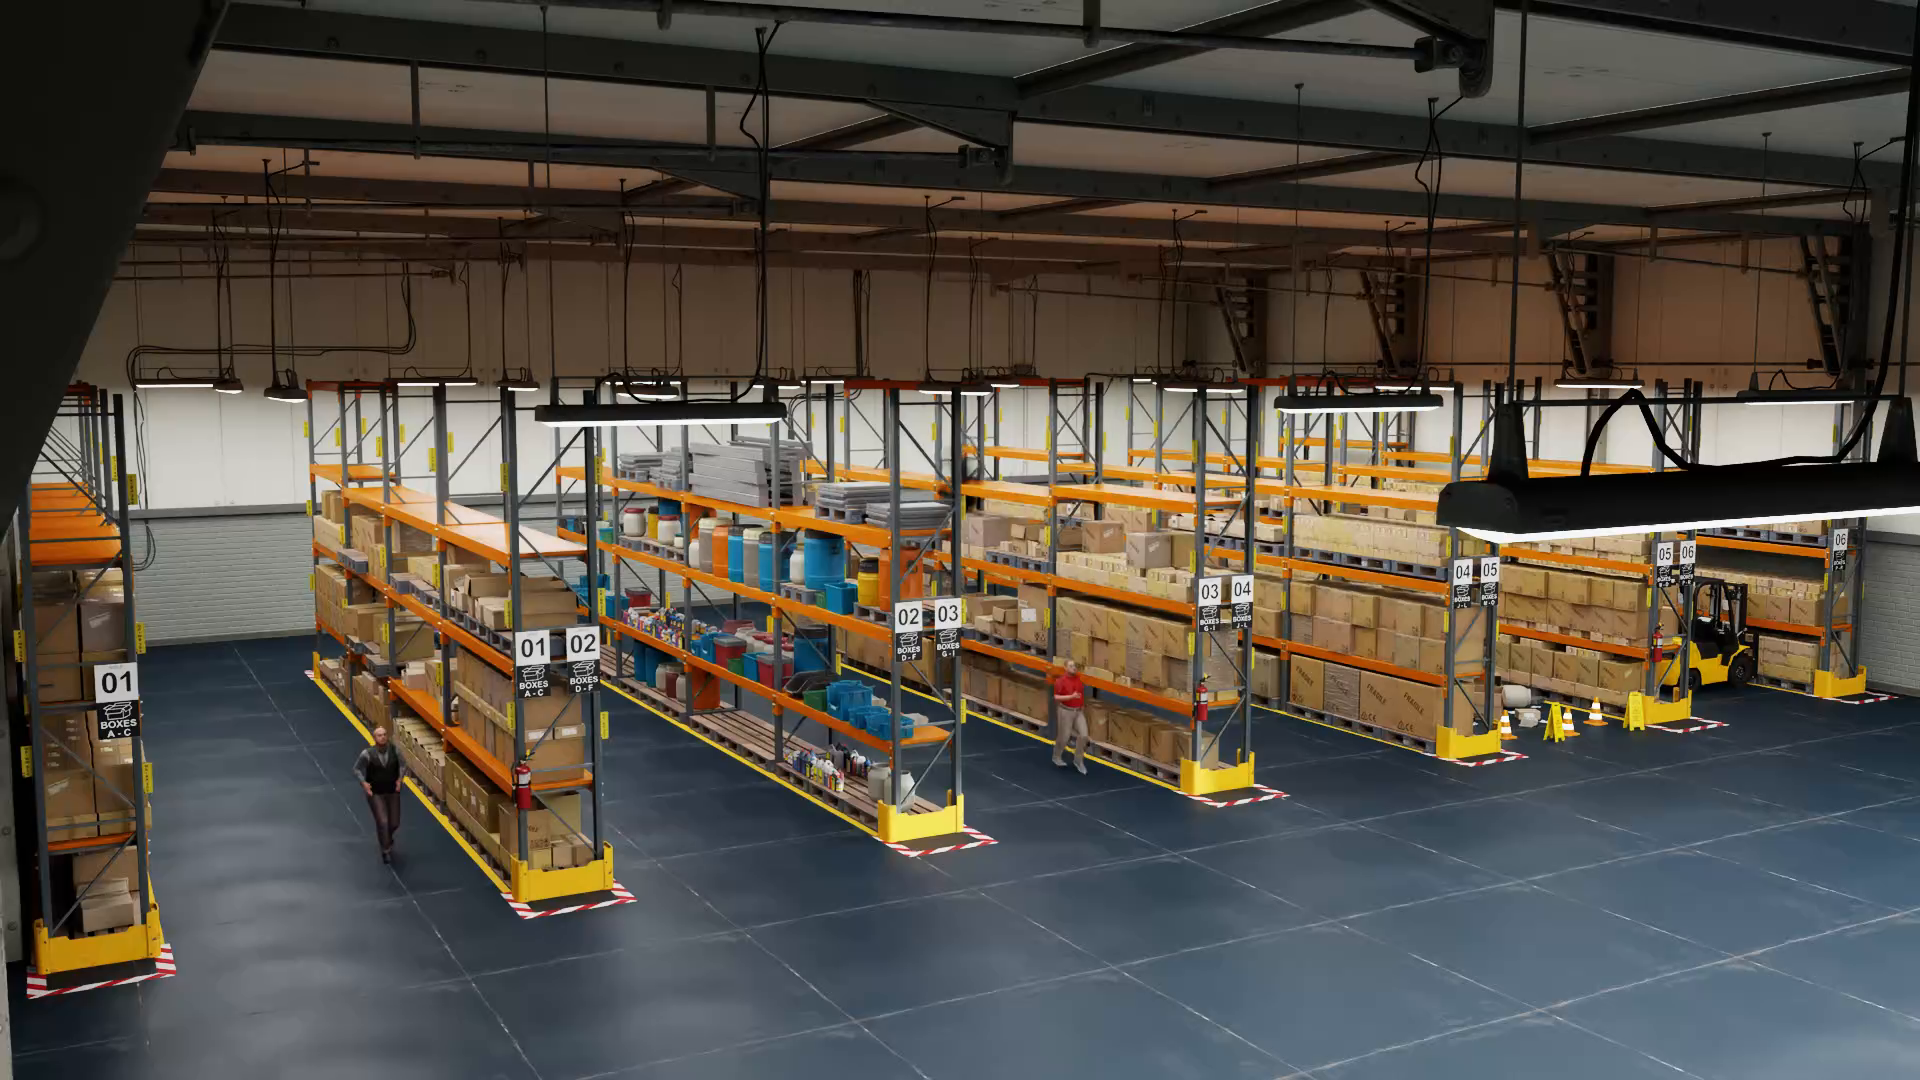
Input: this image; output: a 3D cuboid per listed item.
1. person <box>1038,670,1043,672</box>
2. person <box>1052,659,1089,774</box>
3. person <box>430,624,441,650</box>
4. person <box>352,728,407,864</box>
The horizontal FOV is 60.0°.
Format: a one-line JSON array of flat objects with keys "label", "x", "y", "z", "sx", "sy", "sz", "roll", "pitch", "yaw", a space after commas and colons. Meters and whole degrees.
[{"label": "person", "x": 1.700, "y": 1.816, "z": 34.314, "sx": 0.635, "sy": 1.813, "sz": 0.751, "roll": -4, "pitch": 7, "yaw": -35}, {"label": "person", "x": 1.718, "y": 2.743, "z": 25.811, "sx": 0.640, "sy": 1.793, "sz": 0.754, "roll": -4, "pitch": 7, "yaw": -31}, {"label": "person", "x": -10.803, "y": 1.909, "z": 34.361, "sx": 0.558, "sy": 1.564, "sz": 0.670, "roll": 5, "pitch": 8, "yaw": 40}, {"label": "person", "x": -7.398, "y": 3.235, "z": 21.261, "sx": 0.670, "sy": 1.702, "sz": 0.687, "roll": -4, "pitch": 7, "yaw": -32}]
